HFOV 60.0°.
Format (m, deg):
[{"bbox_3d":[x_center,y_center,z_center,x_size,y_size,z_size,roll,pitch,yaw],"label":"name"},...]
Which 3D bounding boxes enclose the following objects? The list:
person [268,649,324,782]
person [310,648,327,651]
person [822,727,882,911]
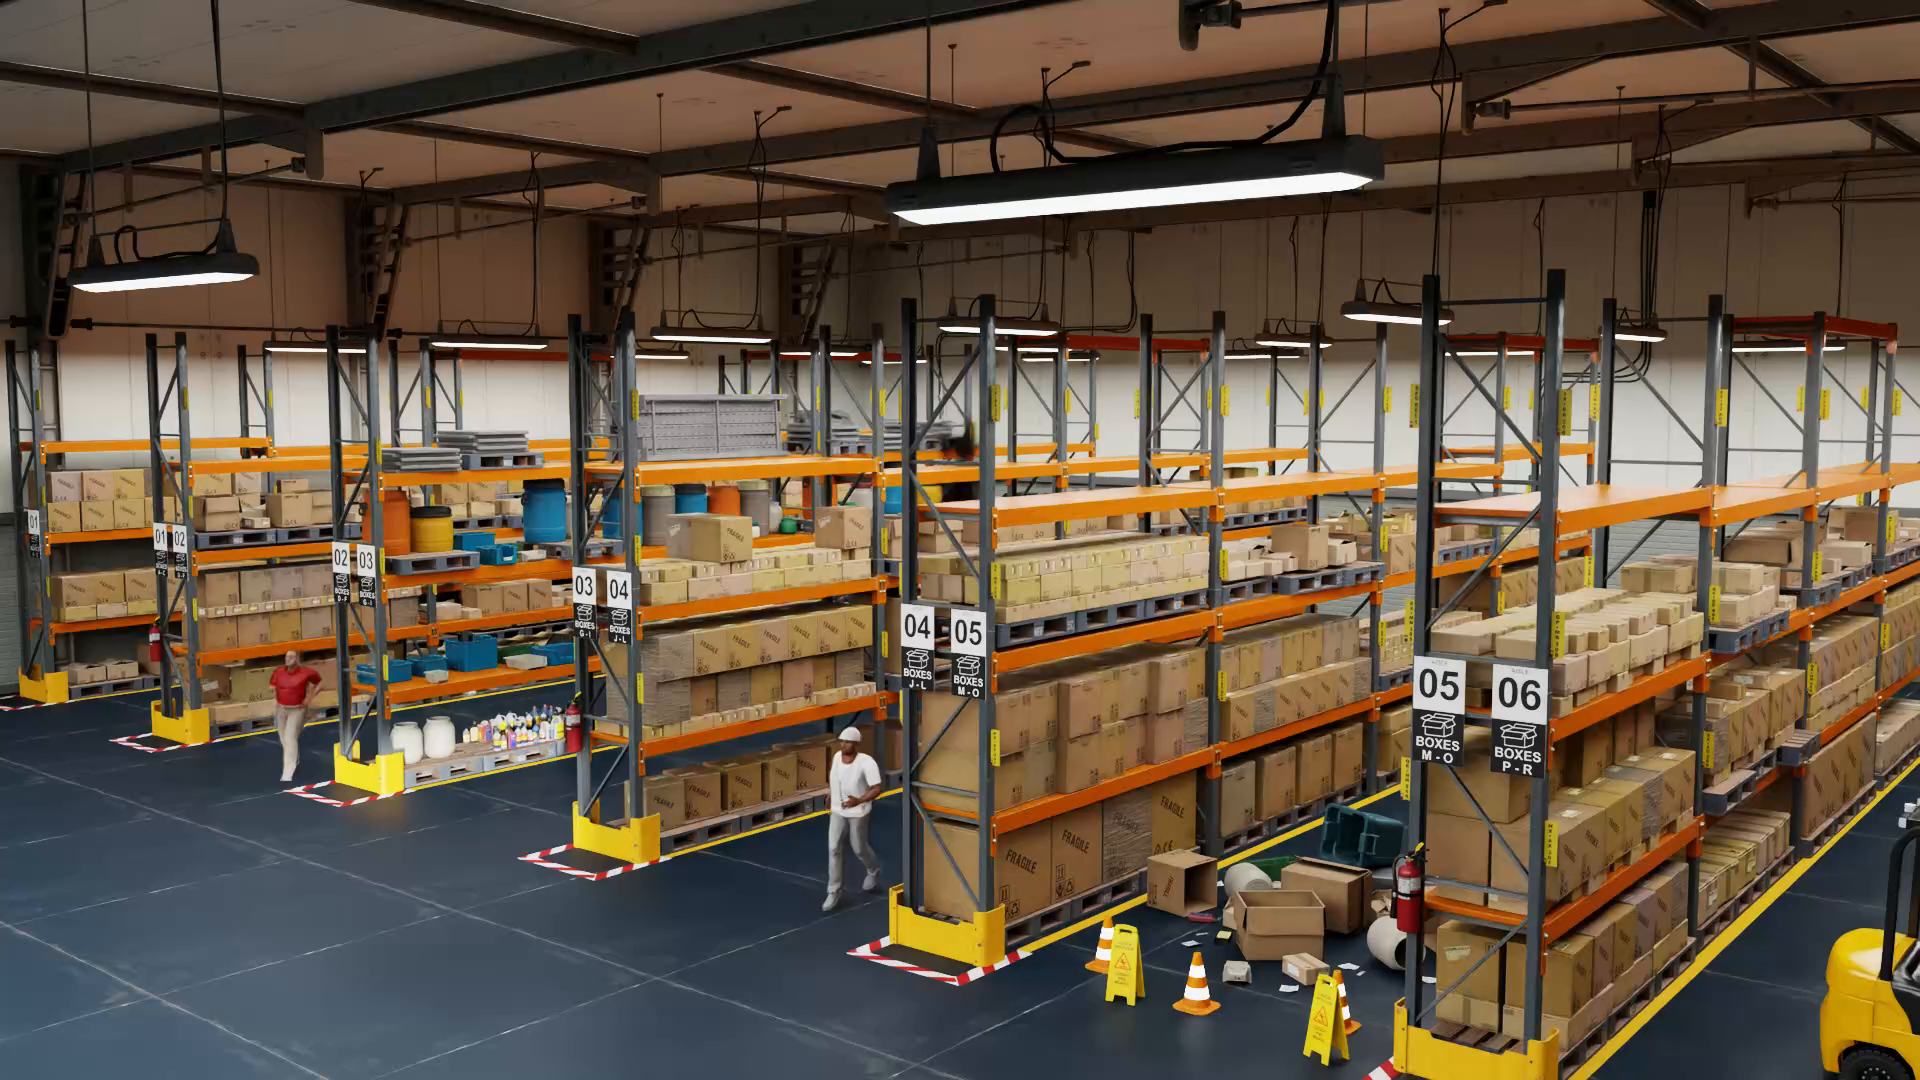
[{"bbox_3d":[-8.888,2.340,22.163,0.646,1.800,0.763,1,5,8],"label":"person"},{"bbox_3d":[-10.960,1.738,28.539,0.657,1.743,0.605,2,6,25],"label":"person"},{"bbox_3d":[-1.089,2.767,16.821,0.708,1.791,0.917,3,6,29],"label":"person"}]
